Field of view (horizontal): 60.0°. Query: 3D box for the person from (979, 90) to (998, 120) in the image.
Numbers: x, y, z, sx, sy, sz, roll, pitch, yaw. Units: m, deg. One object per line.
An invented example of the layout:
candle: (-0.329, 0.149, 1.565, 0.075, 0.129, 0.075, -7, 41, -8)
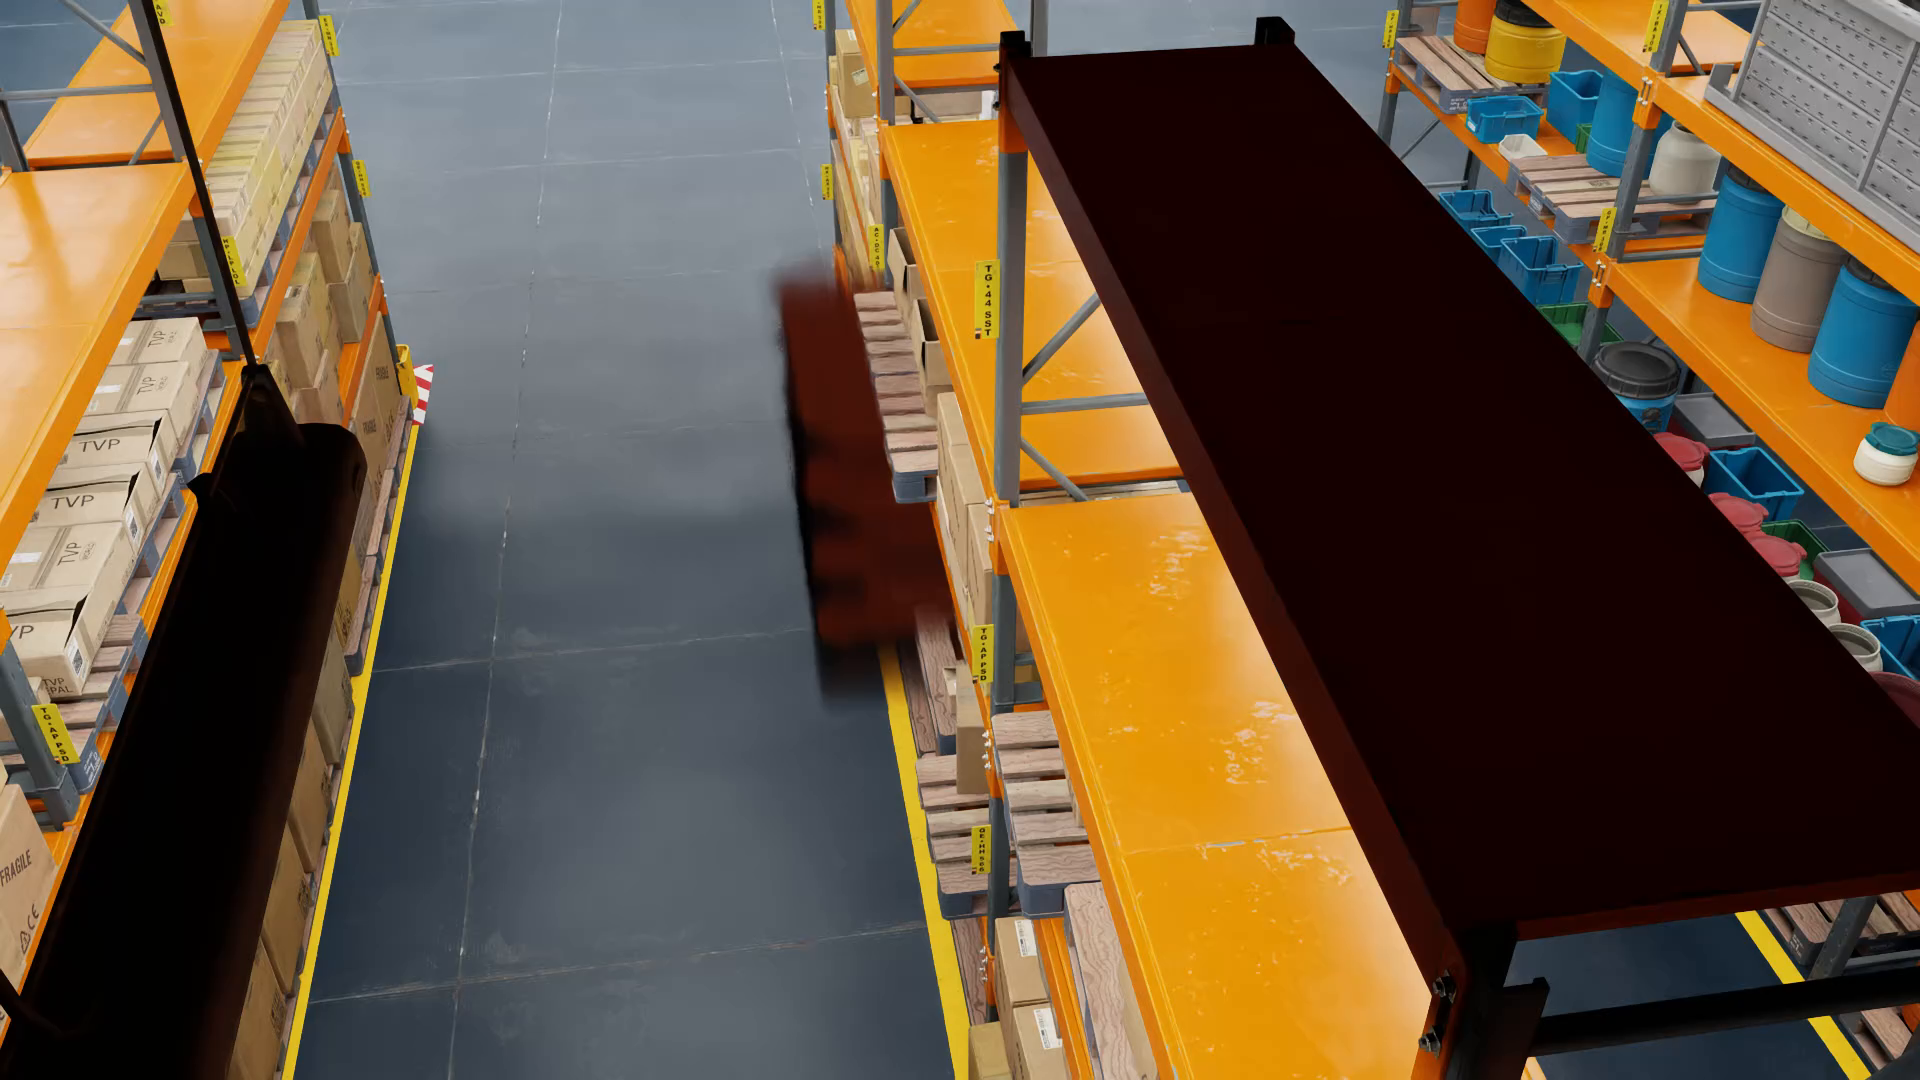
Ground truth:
person: (0.167, -4.276, 17.821, 0.545, 1.754, 0.853, -21, 41, -26)
